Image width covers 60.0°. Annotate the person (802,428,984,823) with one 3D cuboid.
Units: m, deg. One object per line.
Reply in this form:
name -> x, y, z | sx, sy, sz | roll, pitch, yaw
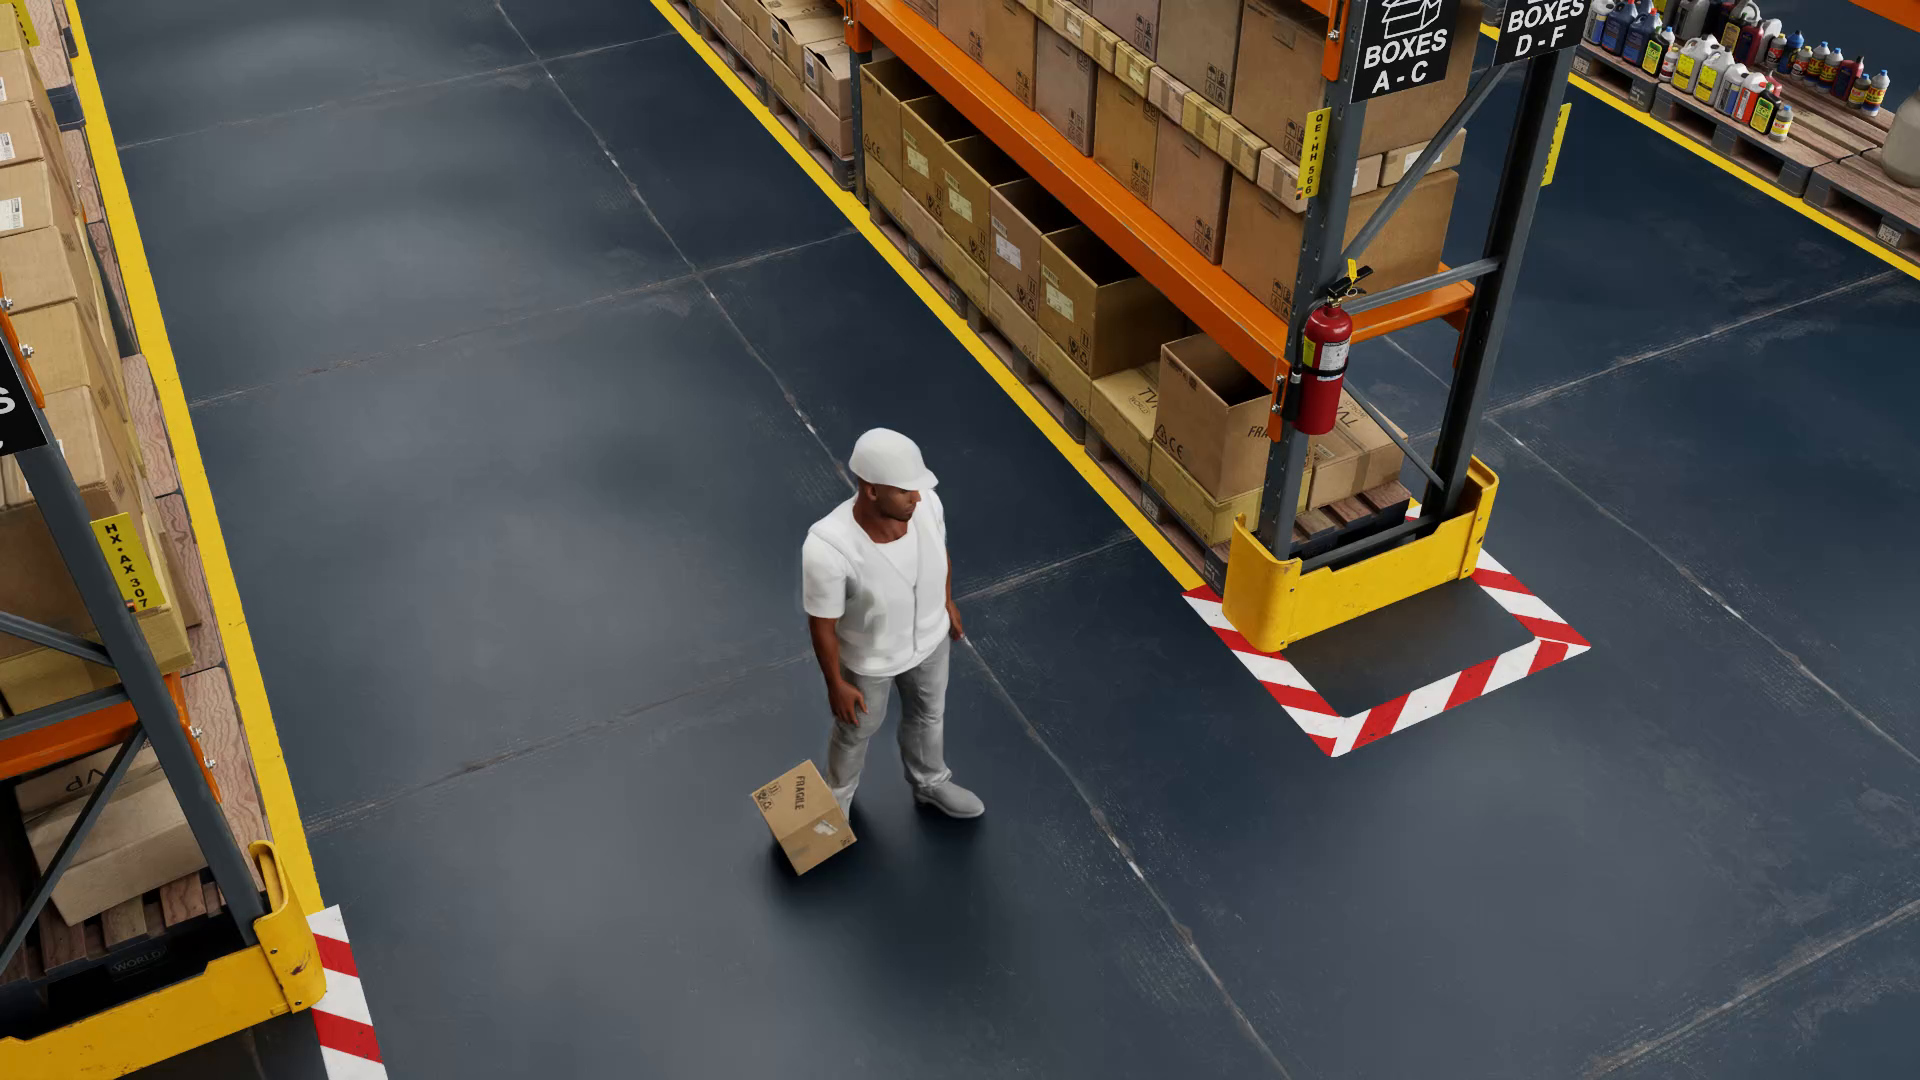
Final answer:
person -> -0.240, 0.358, 5.695 | 0.652, 1.767, 0.463 | -26, 47, -27
